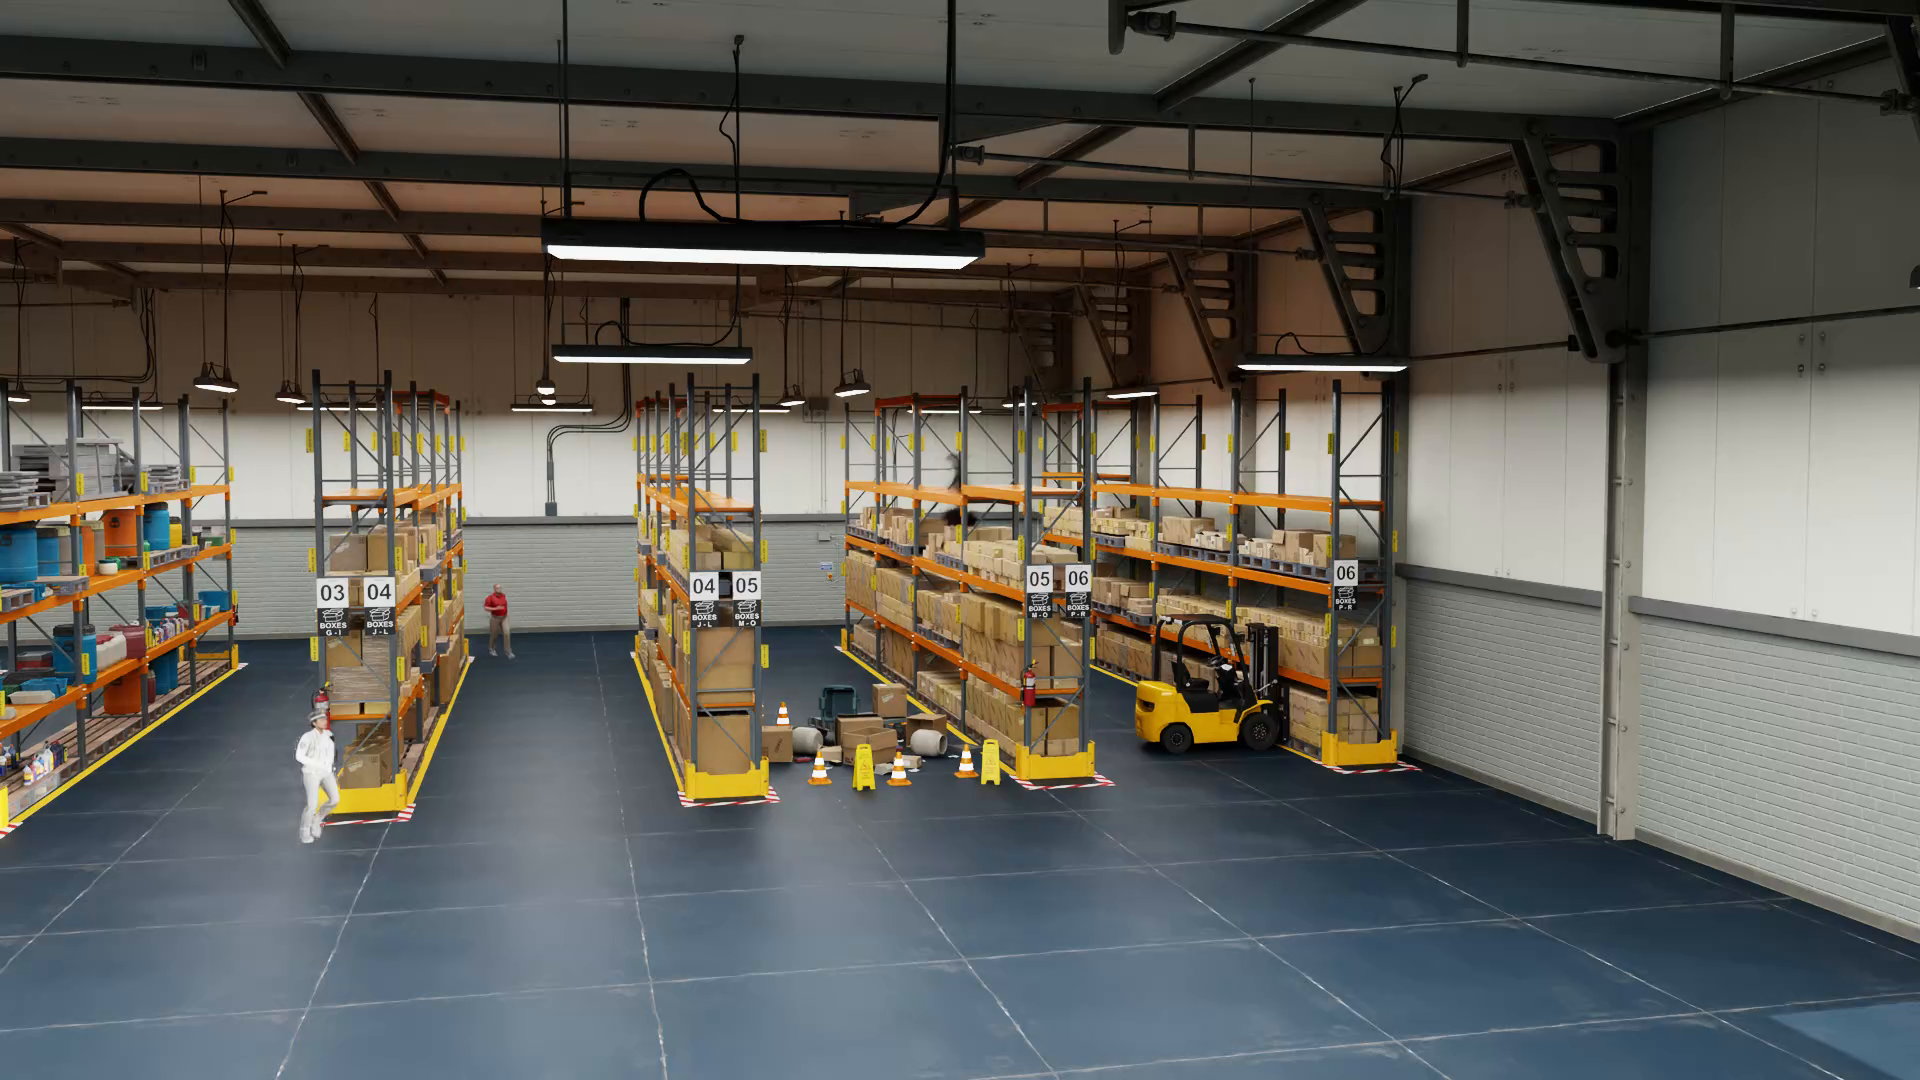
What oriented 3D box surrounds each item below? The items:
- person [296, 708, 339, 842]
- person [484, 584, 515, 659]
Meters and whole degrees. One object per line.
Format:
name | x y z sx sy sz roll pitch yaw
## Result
person | -8.067 2.959 21.003 0.545 1.670 0.627 2 4 35
person | -10.780 1.878 38.737 0.656 1.723 0.961 -3 4 -39
